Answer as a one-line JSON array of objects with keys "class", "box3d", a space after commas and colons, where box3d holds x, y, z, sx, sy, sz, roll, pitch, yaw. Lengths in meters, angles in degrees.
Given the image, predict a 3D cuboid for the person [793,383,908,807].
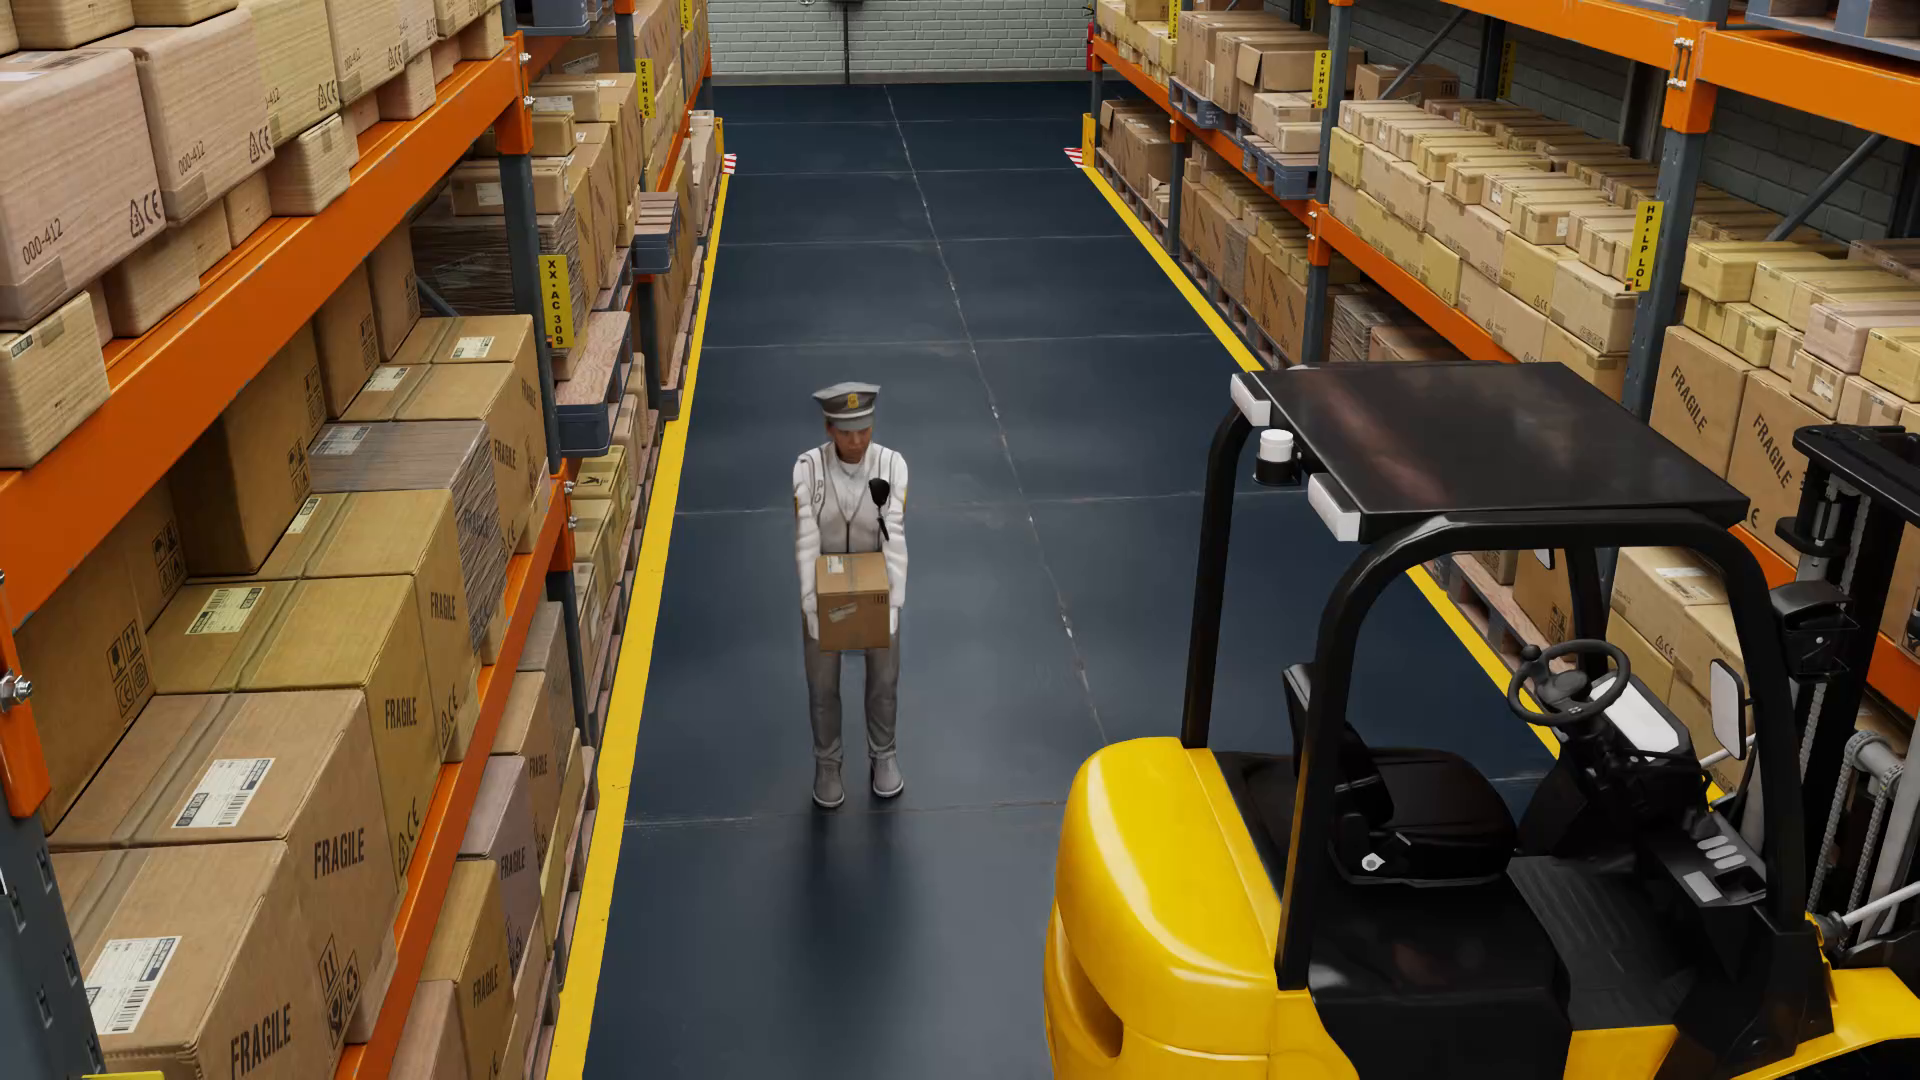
[{"class": "person", "box3d": [-0.391, 0.213, 6.129, 0.415, 1.665, 0.542, -3, 24, -6]}]
